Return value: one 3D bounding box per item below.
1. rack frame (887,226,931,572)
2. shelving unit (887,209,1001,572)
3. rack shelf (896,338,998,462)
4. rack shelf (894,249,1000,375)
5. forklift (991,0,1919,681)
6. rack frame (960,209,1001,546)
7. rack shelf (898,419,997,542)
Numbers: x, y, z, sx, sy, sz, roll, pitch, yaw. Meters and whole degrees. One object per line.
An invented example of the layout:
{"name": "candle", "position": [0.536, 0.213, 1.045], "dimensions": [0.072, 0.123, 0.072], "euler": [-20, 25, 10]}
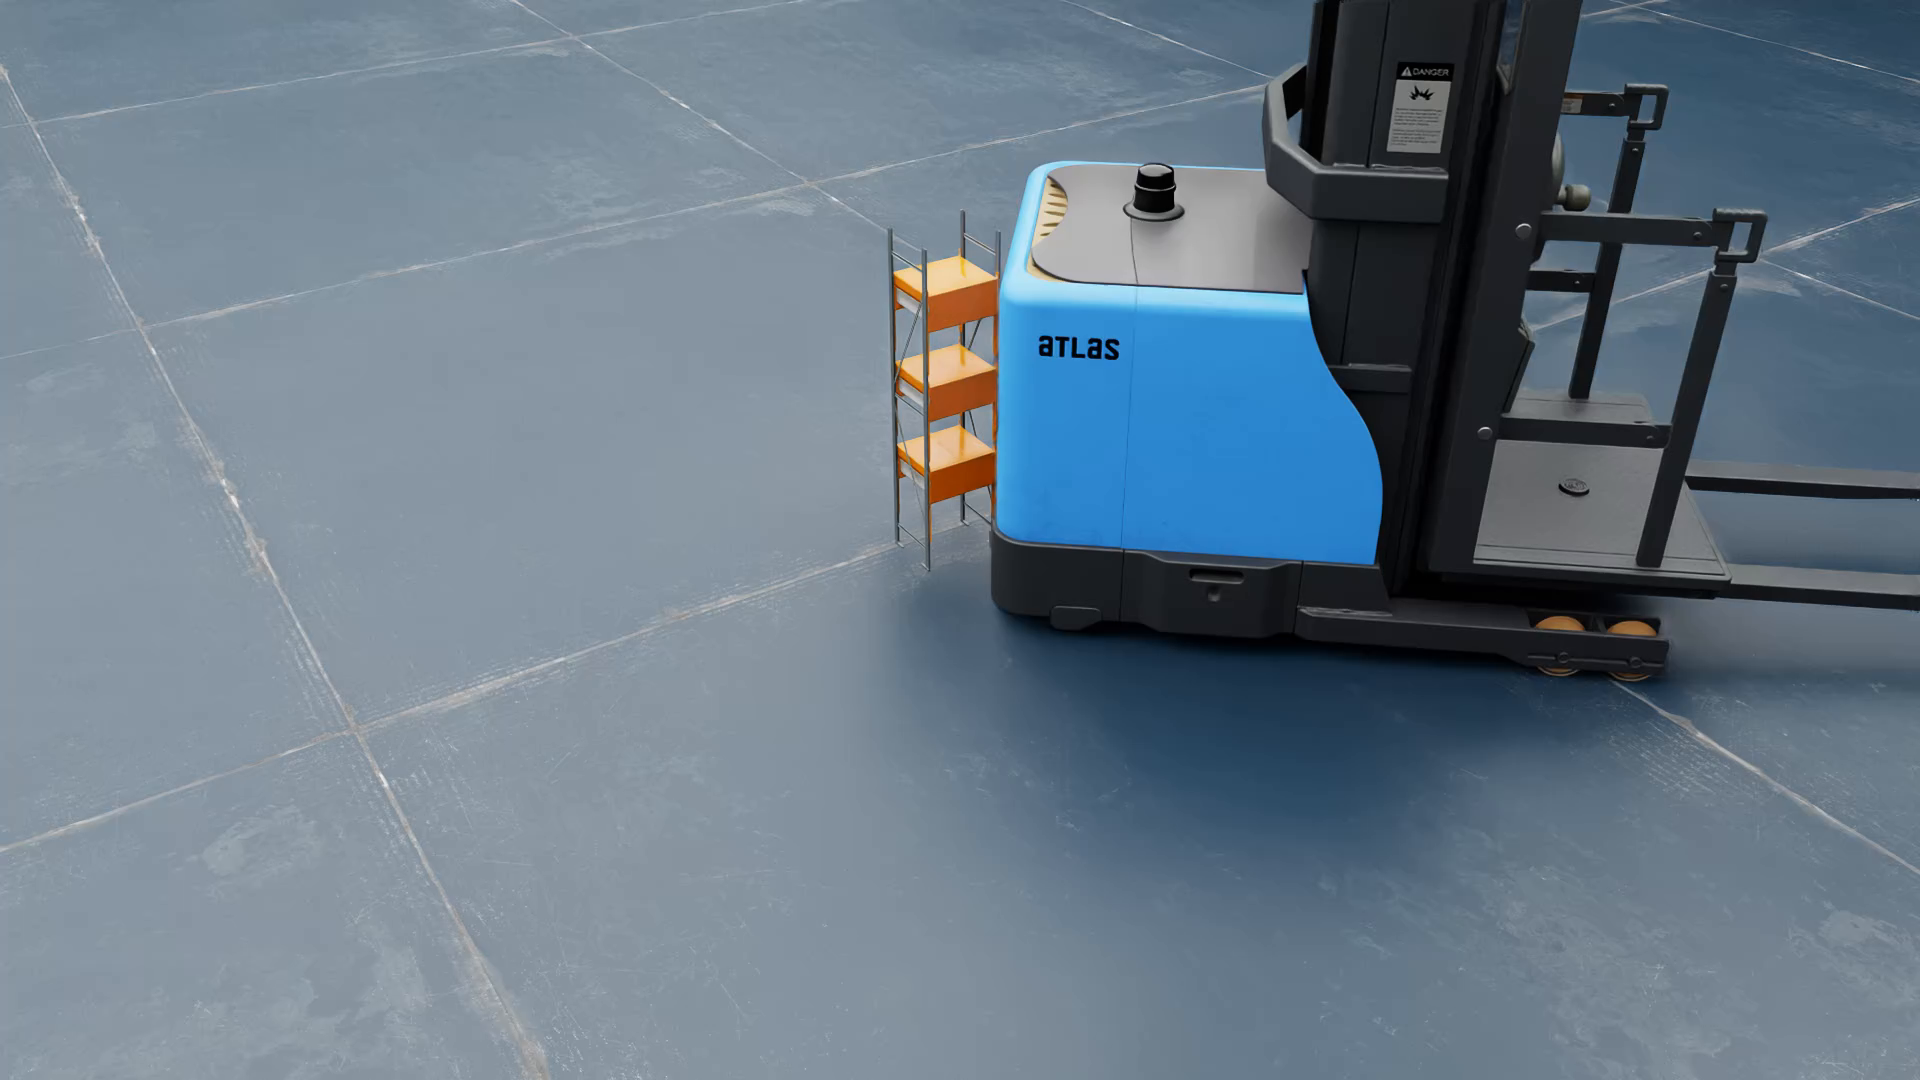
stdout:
{"name": "rack frame", "position": [-0.148, -0.393, 4.889], "dimensions": [0.008, 1.050, 0.200], "euler": [-19, 37, -27]}
{"name": "shelving unit", "position": [-0.045, -0.429, 4.945], "dimensions": [0.252, 1.050, 0.215], "euler": [-19, 37, -27]}
{"name": "rack shelf", "position": [-0.045, -0.420, 4.951], "dimensions": [0.240, 0.259, 0.215], "euler": [-19, 37, -27]}
{"name": "rack shelf", "position": [-0.045, -0.660, 4.800], "dimensions": [0.240, 0.259, 0.215], "euler": [-19, 37, -27]}
{"name": "forklift", "position": [1.647, -1.149, 4.324], "dimensions": [3.031, 2.935, 1.130], "euler": [4, 32, 6]}
{"name": "rack frame", "position": [0.058, -0.464, 5.001], "dimensions": [0.008, 1.050, 0.200], "euler": [-19, 37, -27]}
{"name": "rack shelf", "position": [-0.045, -0.185, 5.099], "dimensions": [0.240, 0.259, 0.215], "euler": [-19, 37, -27]}
